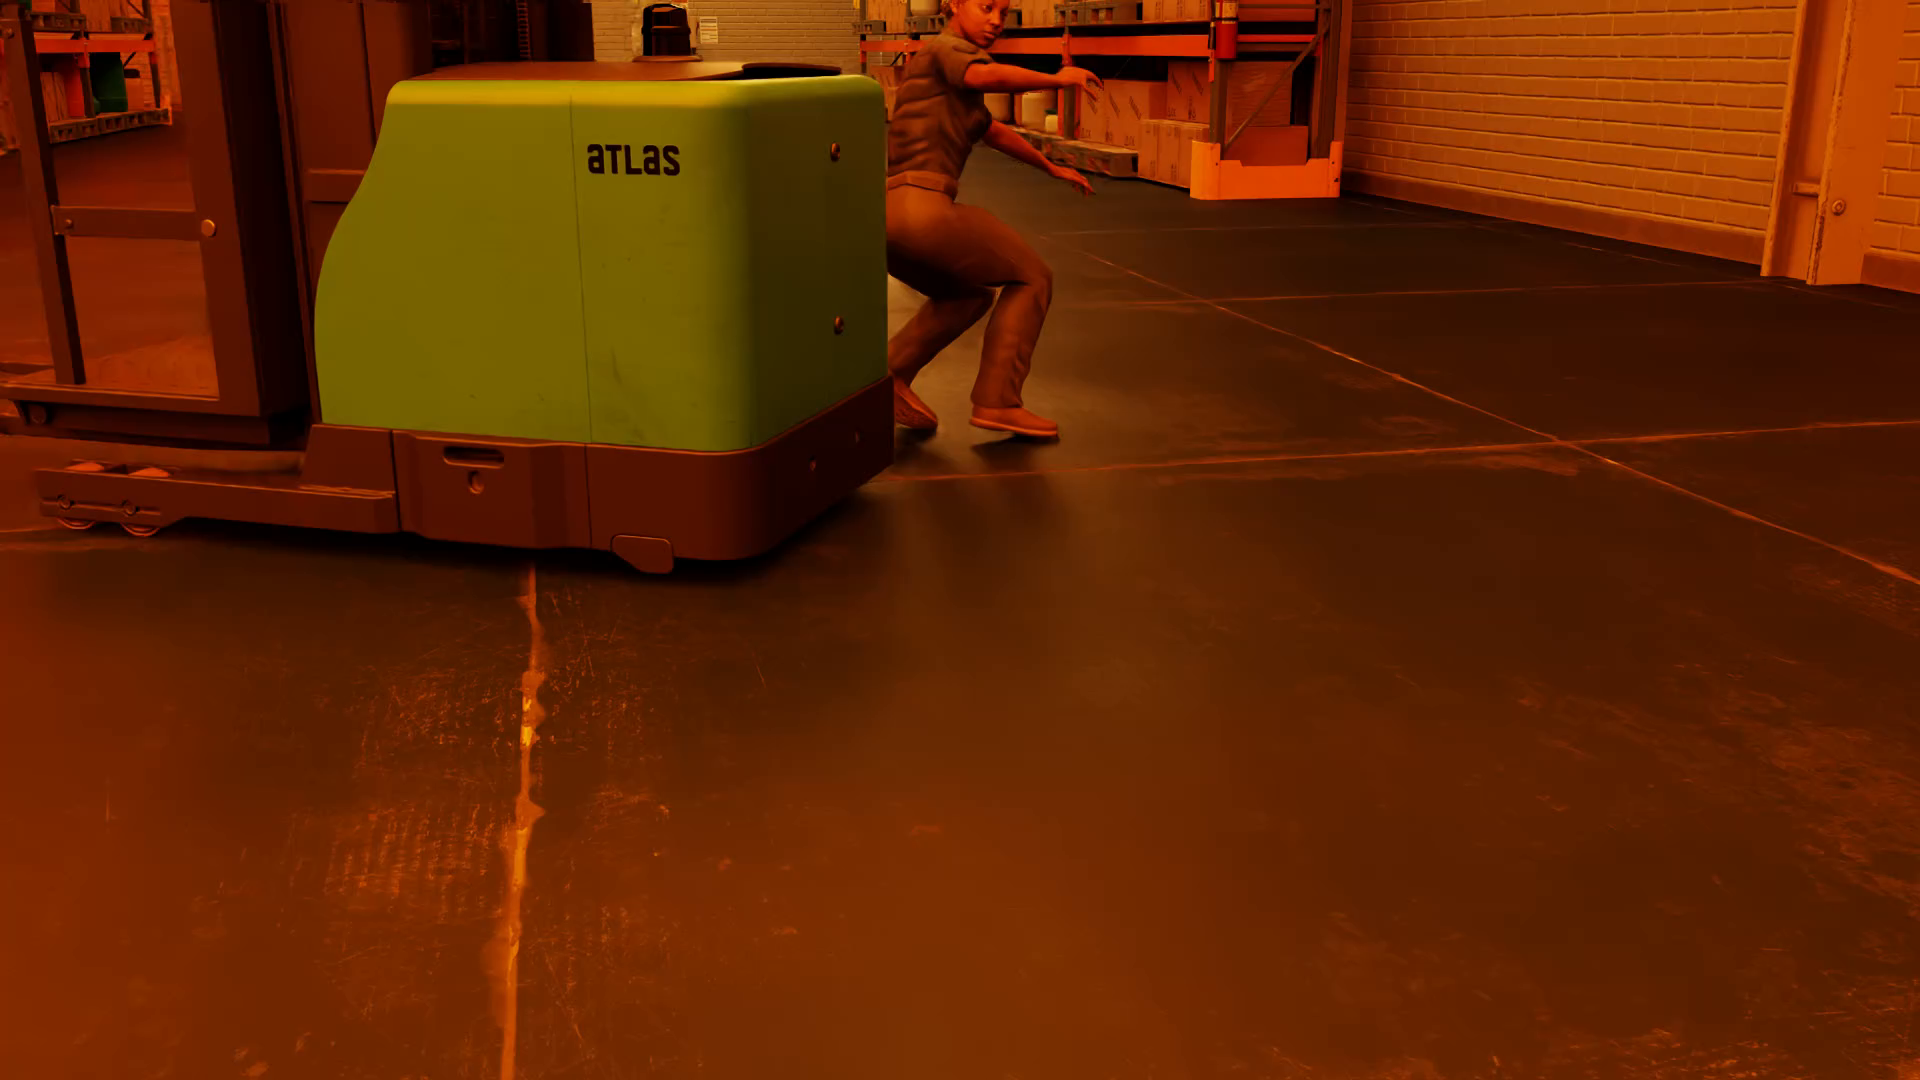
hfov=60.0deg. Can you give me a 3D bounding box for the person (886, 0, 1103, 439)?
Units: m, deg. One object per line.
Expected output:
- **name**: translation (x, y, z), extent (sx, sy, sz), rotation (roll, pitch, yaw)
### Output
- **person**: translation (0.143, -0.998, 4.971), extent (0.910, 1.384, 0.705), rotation (-9, 19, -27)

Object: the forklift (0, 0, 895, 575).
- **forklift**: translation (-1.752, -1.550, 4.088), extent (3.031, 2.935, 1.130), rotation (5, 17, 16)
